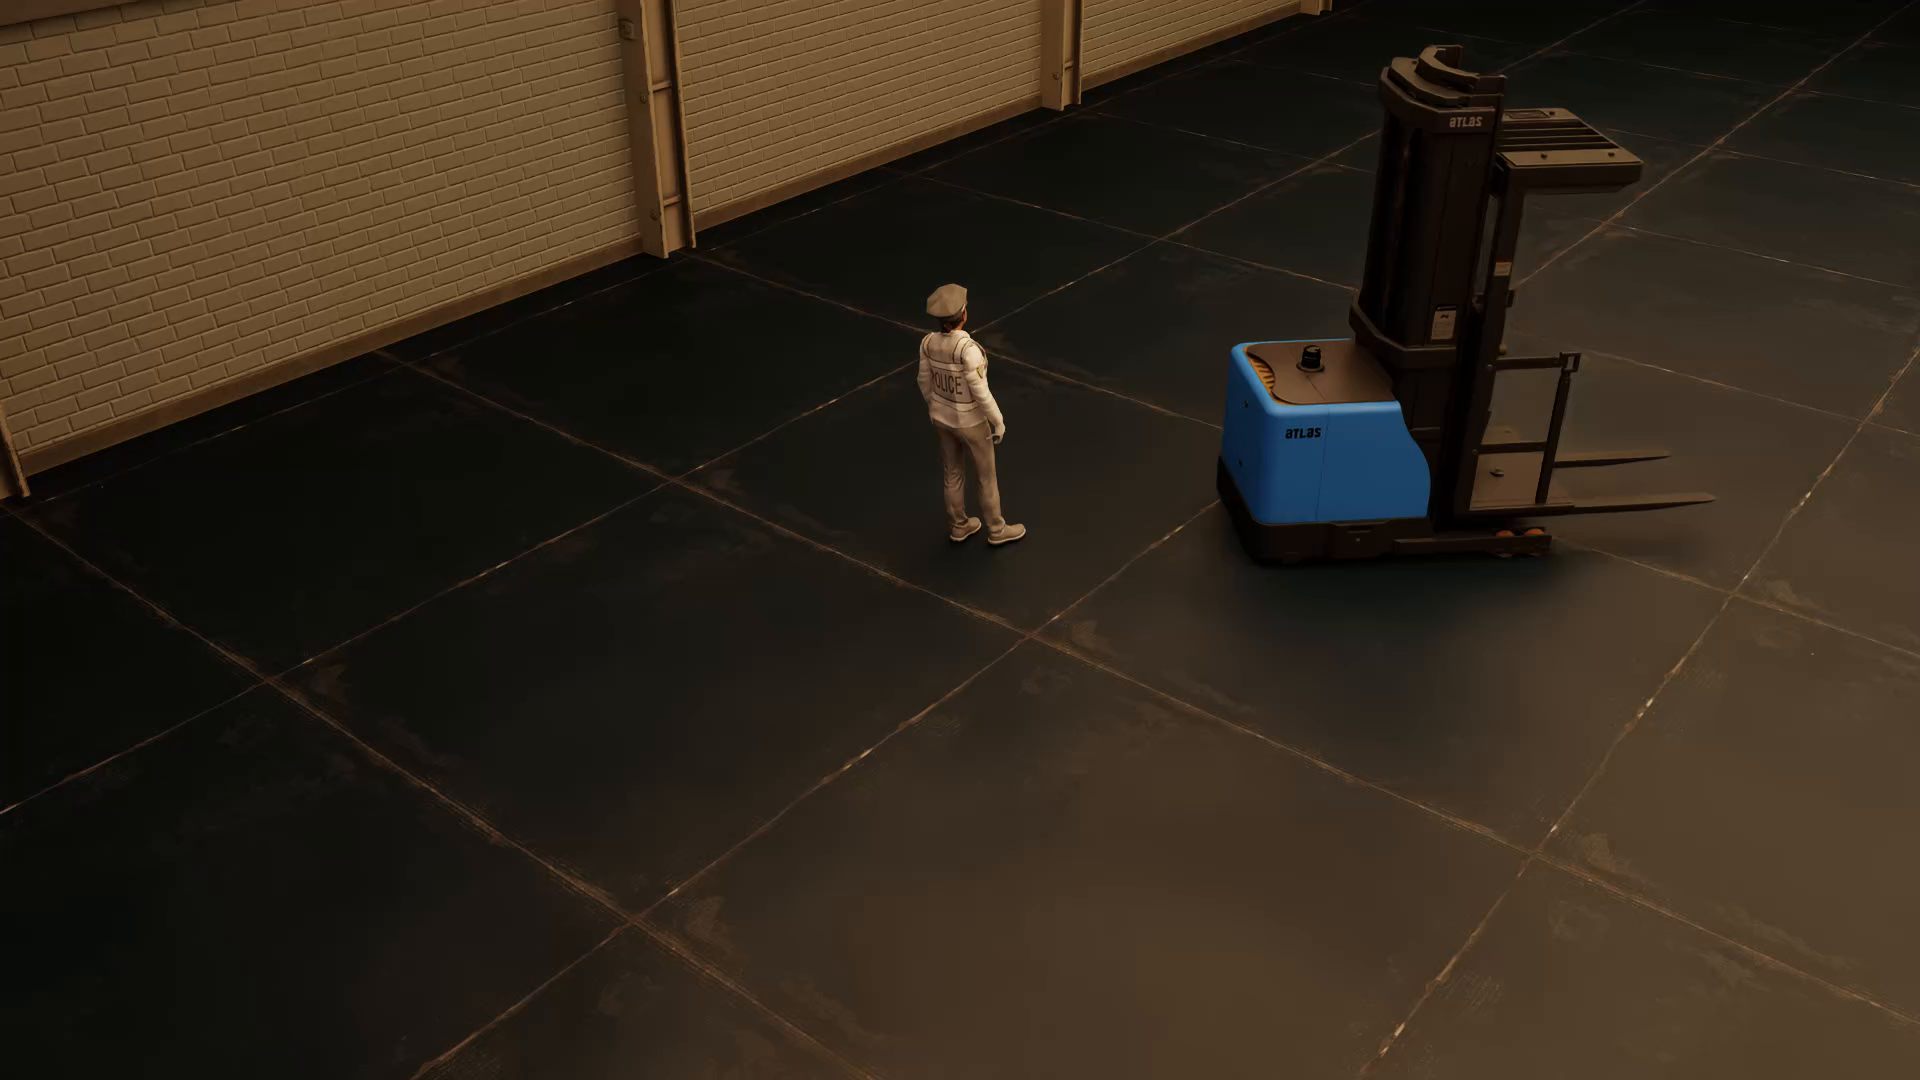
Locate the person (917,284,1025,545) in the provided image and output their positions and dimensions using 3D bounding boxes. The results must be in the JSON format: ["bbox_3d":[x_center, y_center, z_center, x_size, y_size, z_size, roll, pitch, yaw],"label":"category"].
[{"bbox_3d":[0.049,-0.763,10.112,0.587,1.694,0.529,22,37,33],"label":"person"}]

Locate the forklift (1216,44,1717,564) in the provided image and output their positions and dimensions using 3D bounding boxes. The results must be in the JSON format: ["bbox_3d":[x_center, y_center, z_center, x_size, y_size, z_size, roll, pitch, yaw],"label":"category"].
[{"bbox_3d":[3.239,-1.420,10.024,3.031,2.935,1.130,-3,30,-5],"label":"forklift"}]
